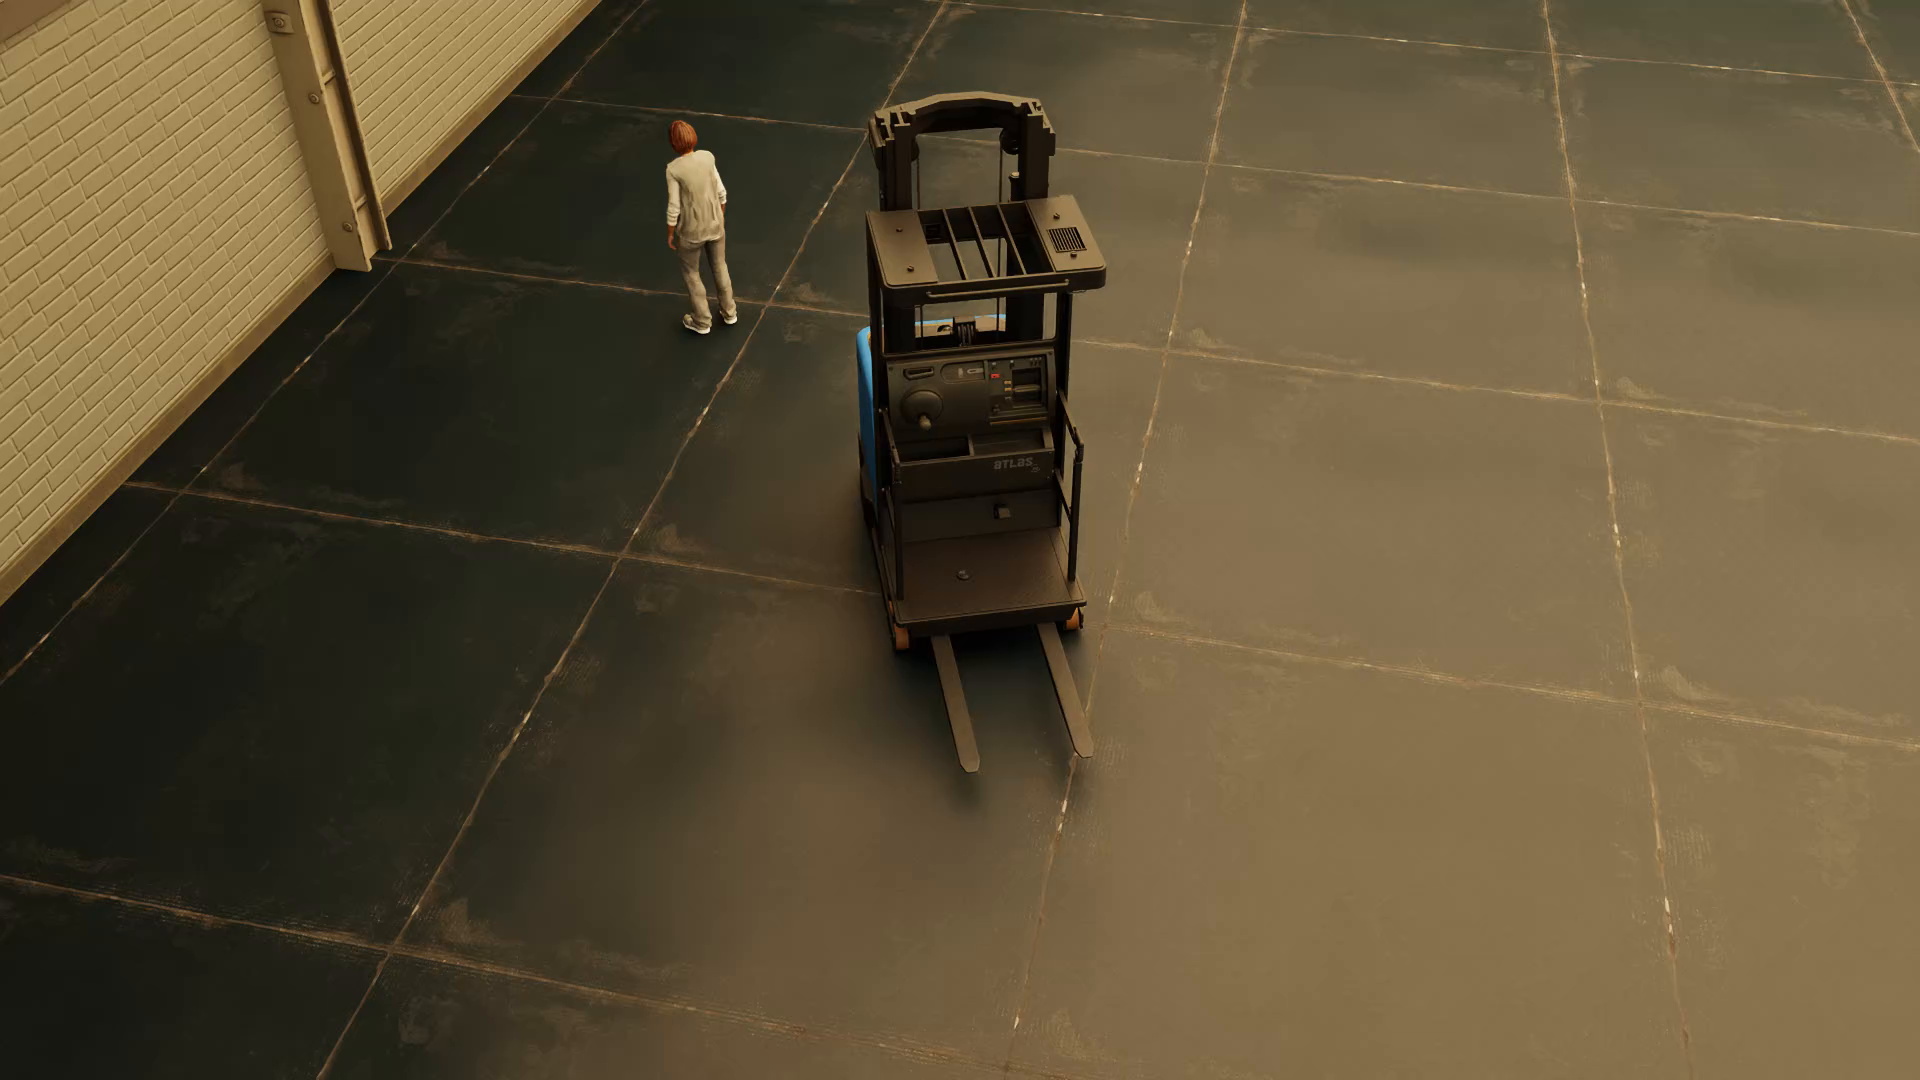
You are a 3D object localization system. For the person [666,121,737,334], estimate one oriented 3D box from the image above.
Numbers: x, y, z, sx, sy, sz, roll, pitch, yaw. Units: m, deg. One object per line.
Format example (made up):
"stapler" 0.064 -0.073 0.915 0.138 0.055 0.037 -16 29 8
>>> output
"person" -1.846 -2.197 11.754 0.478 1.593 0.346 -25 46 -27

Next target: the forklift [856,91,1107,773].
"forklift" 0.104 -0.747 8.950 1.130 2.935 3.031 -6 40 -8
